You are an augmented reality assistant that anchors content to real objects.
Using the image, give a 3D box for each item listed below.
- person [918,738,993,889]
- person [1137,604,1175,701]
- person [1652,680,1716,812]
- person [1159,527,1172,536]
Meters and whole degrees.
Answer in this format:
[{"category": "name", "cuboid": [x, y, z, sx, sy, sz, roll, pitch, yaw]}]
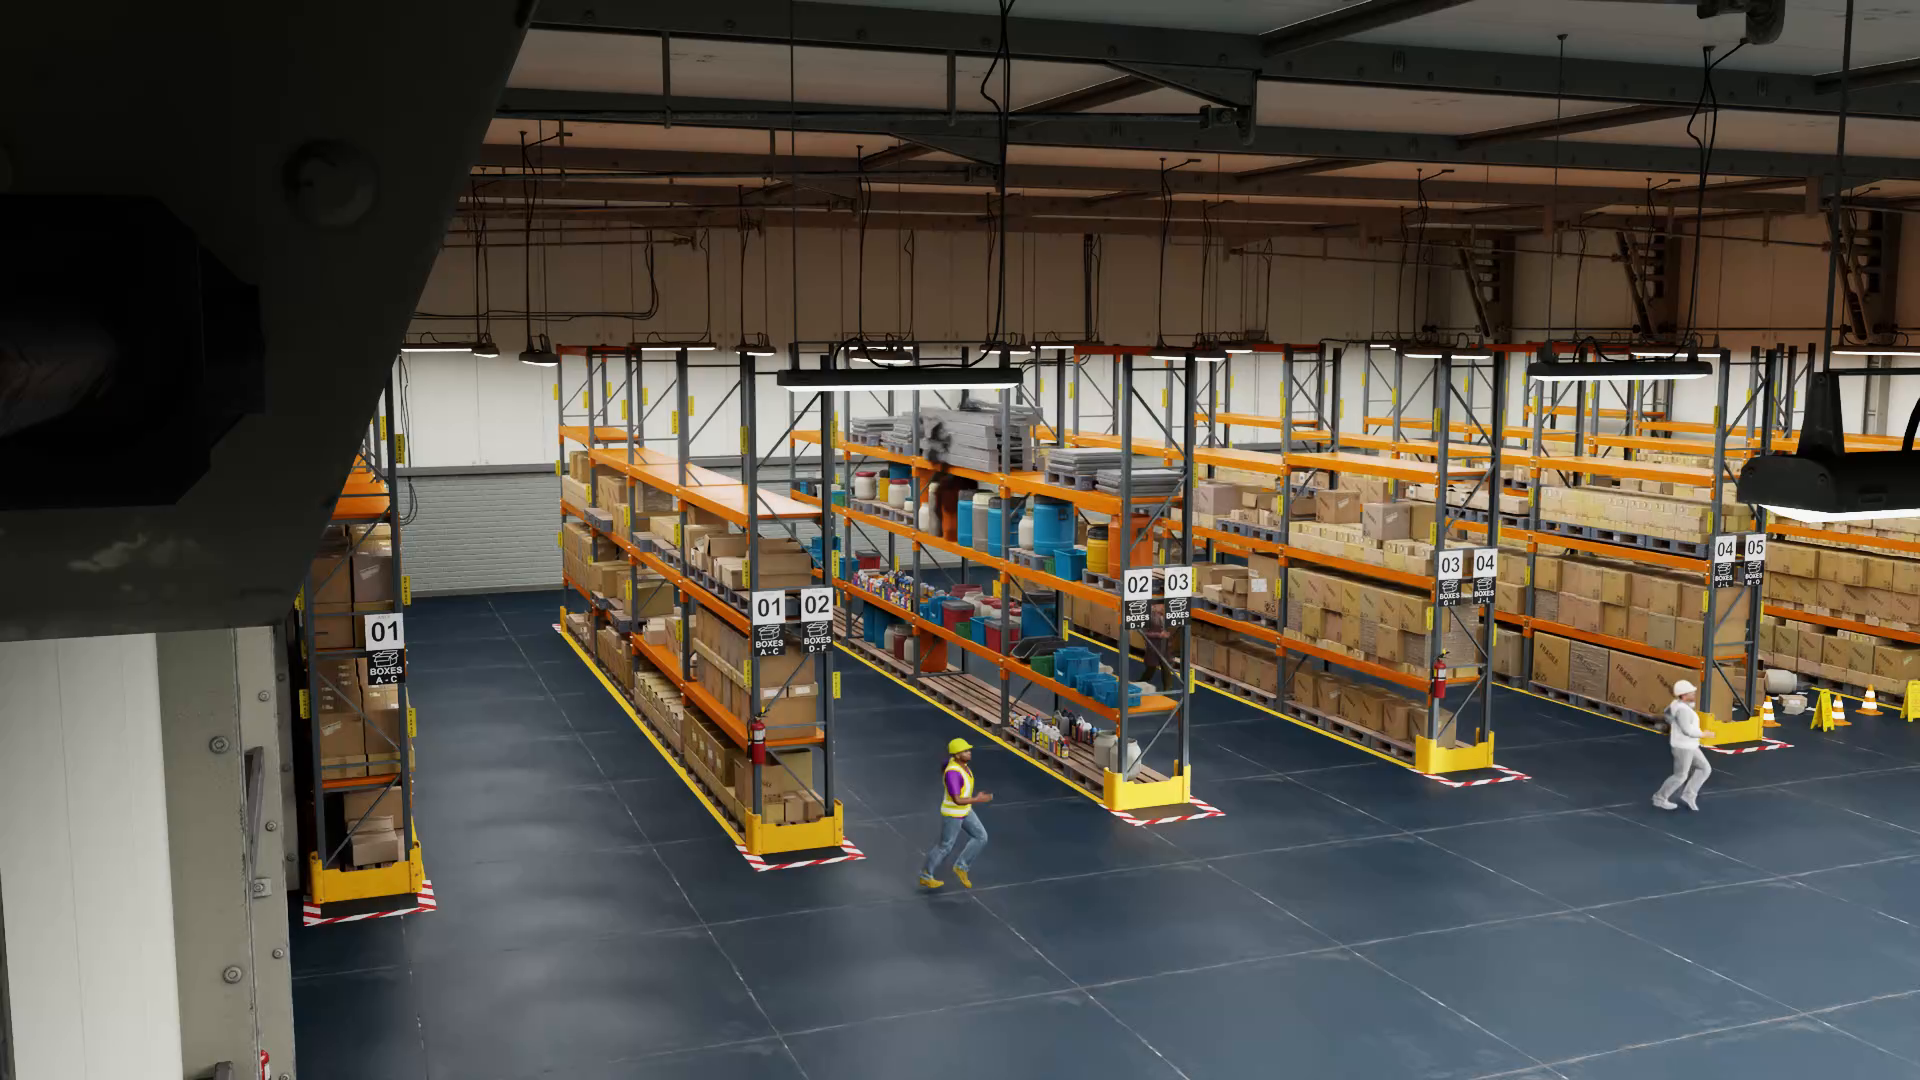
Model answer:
[{"category": "person", "cuboid": [-0.025, 3.083, 18.753, 0.861, 1.760, 0.715, 2, 8, 15]}, {"category": "person", "cuboid": [3.315, 1.879, 27.919, 0.707, 1.775, 1.022, -5, 9, -34]}, {"category": "person", "cuboid": [9.514, 2.712, 21.830, 0.721, 1.785, 0.663, 3, 8, 22]}, {"category": "person", "cuboid": [4.999, 0.317, 41.092, 0.523, 1.617, 0.636, -5, 9, -32]}]
